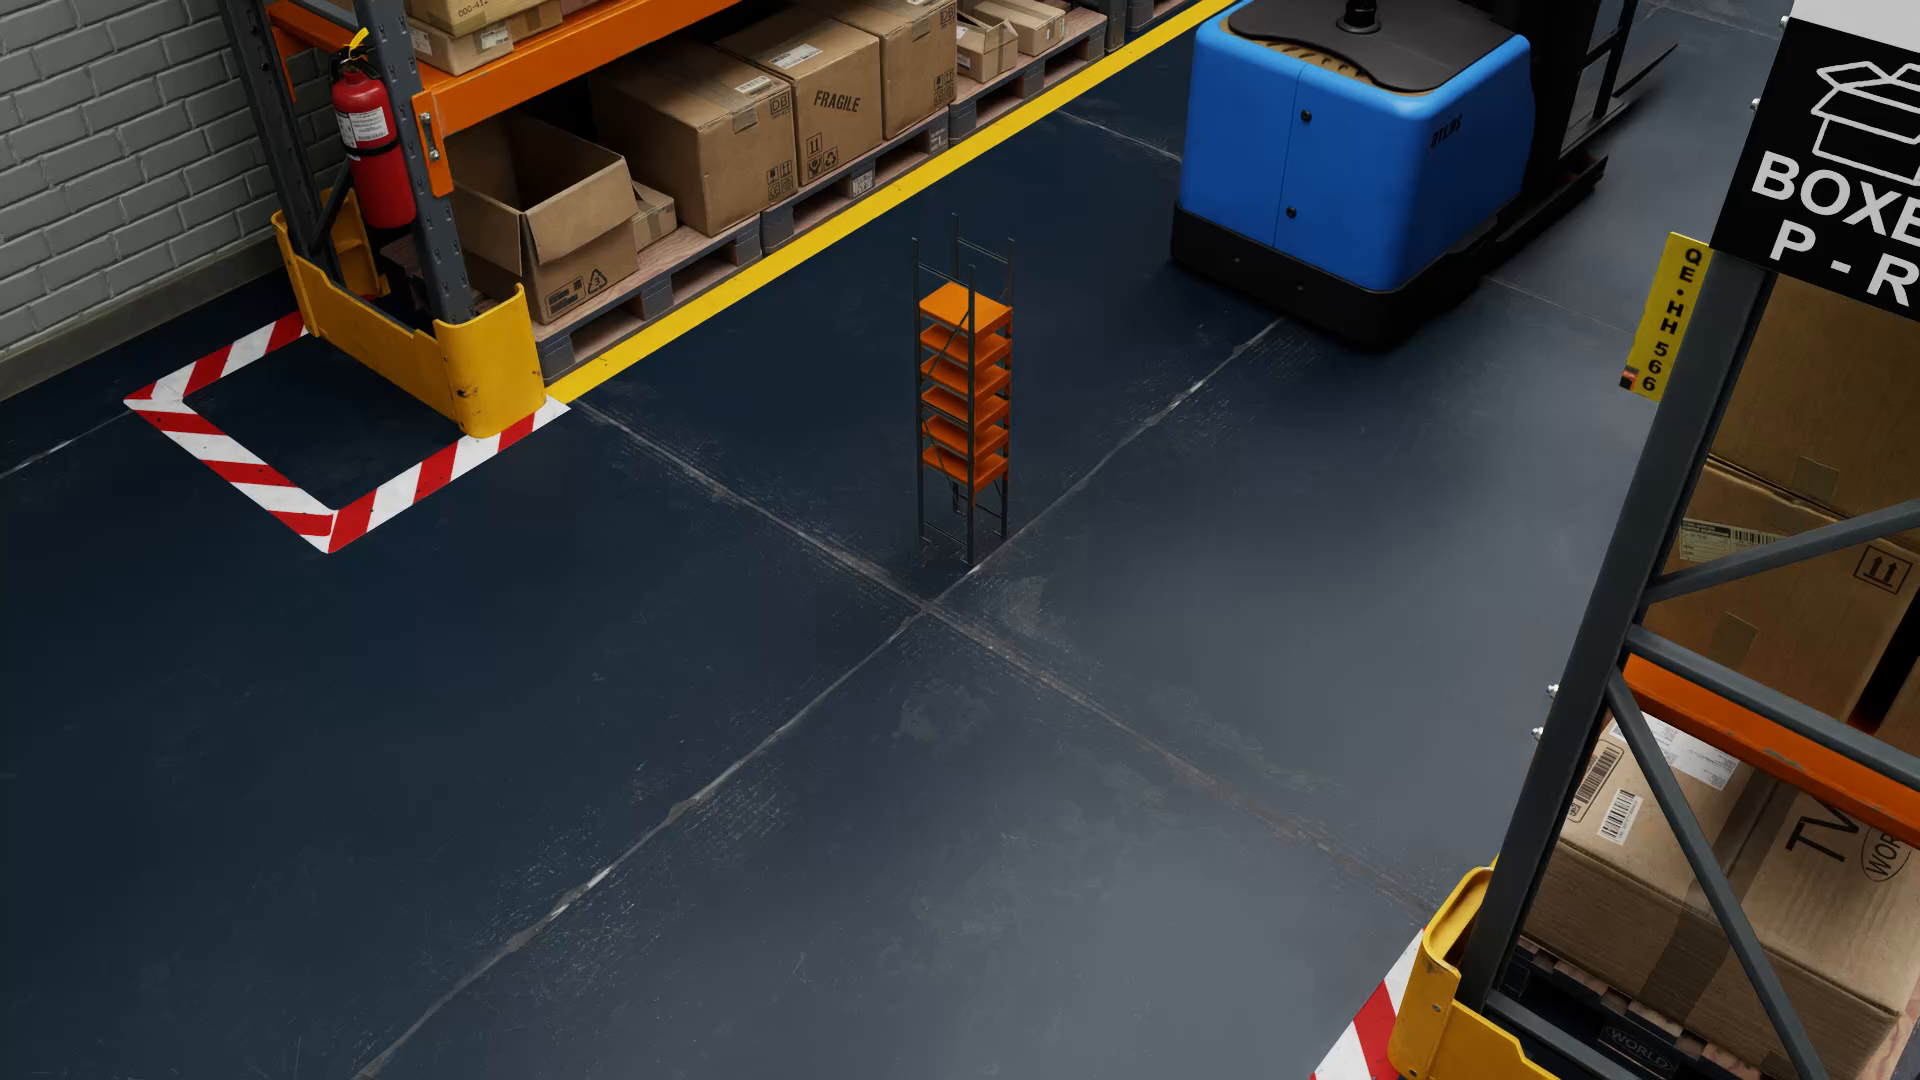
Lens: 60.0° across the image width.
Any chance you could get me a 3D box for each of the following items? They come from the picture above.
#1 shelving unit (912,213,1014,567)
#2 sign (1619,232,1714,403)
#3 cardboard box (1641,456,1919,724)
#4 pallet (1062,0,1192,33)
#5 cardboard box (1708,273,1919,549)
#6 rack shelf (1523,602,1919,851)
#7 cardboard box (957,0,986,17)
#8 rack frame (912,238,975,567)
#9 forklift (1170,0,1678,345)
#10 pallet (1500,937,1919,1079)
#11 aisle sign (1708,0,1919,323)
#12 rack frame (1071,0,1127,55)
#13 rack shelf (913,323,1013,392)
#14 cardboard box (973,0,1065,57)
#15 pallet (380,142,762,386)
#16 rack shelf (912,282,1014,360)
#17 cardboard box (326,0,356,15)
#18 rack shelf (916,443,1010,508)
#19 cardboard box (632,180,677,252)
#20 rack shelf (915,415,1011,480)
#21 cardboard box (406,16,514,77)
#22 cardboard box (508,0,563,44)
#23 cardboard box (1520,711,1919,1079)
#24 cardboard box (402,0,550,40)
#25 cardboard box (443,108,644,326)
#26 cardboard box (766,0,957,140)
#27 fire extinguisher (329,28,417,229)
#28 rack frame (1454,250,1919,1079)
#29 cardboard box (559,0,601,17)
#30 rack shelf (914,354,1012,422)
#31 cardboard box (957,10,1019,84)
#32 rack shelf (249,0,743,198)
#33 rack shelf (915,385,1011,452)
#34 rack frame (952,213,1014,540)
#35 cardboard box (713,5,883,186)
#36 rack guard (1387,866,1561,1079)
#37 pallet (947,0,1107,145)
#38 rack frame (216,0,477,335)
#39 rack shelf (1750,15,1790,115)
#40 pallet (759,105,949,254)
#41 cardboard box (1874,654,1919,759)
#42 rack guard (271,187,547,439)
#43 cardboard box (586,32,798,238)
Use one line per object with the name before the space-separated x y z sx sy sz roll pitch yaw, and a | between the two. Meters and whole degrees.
shelving unit | 0.009 -0.451 5.355 0.258 1.200 0.189 29 50 28
sign | 1.241 -0.380 2.902 0.100 0.325 0.005 29 50 28
cardboard box | 1.755 -0.022 3.470 0.500 0.500 0.500 30 50 29
pallet | 0.915 -3.232 9.148 1.003 0.211 1.213 29 50 28
cardboard box | 1.776 -0.380 3.121 0.500 0.500 0.500 31 51 30
rack shelf | 2.935 -0.386 4.479 1.077 0.370 4.000 29 50 28
cardboard box | -0.186 -2.752 8.233 0.500 0.311 0.500 31 51 30
rack frame | -0.050 -0.404 5.303 0.240 1.200 0.006 29 50 28
forklift | 2.240 -2.755 6.601 1.130 2.935 3.031 31 51 30
pallet | 2.102 0.964 4.533 1.003 0.211 1.213 29 50 28
aisle sign | 1.364 -0.681 2.337 0.394 0.787 0.004 29 50 28
rack frame | 0.420 -3.829 7.731 1.000 3.000 0.127 29 50 28
rack shelf | 0.009 -0.596 5.223 0.258 0.103 0.180 29 50 28
cardboard box | 0.287 -2.515 8.094 0.380 0.149 0.250 28 49 27
pallet | -1.593 -1.187 6.899 1.003 0.211 1.213 29 50 28
rack shelf | 0.009 -0.685 5.142 0.258 0.103 0.180 29 50 28
cardboard box | -2.146 -1.963 5.866 0.380 0.149 0.250 29 50 28
rack shelf | 0.009 -0.241 5.546 0.258 0.103 0.180 29 50 28
cardboard box | -1.385 -1.346 6.807 0.380 0.149 0.250 28 49 27
rack shelf | 0.009 -0.330 5.465 0.258 0.103 0.180 29 50 28
cardboard box | -1.732 -1.727 5.606 0.380 0.149 0.250 29 50 28
cardboard box | -1.604 -1.878 5.772 0.380 0.149 0.250 31 51 29
cardboard box | 1.996 0.787 4.247 0.875 0.438 0.875 28 49 27
cardboard box | -1.656 -1.941 5.545 0.500 0.250 0.500 30 50 29
cardboard box | -1.688 -1.275 6.466 0.797 0.503 0.637 28 49 27
cardboard box | -0.440 -2.232 7.520 0.700 0.500 0.500 28 49 27
fire extinguisher | -1.895 -1.327 5.314 0.296 0.674 0.183 29 50 28
rack frame | 1.648 0.378 3.105 1.000 3.000 0.127 29 50 28
cardboard box | -1.462 -2.028 5.938 0.380 0.149 0.250 29 50 28
rack shelf | 0.009 -0.507 5.304 0.258 0.103 0.180 29 50 28
cardboard box | 0.057 -2.375 7.852 0.396 0.266 0.258 31 51 30
rack shelf | -0.867 -2.533 6.841 1.077 0.370 4.000 29 50 28
rack shelf | 0.009 -0.419 5.384 0.258 0.103 0.180 29 50 28
rack frame | 0.068 -0.498 5.406 0.240 1.200 0.006 29 50 28
cardboard box | -0.691 -1.926 7.184 0.500 0.500 0.500 30 50 29
rack guard | 1.632 1.315 3.932 1.175 0.500 0.348 29 50 28
pallet | -0.022 -2.444 8.281 1.003 0.211 1.213 29 50 28
rack frame | -2.154 -1.769 5.466 1.000 3.000 0.127 29 50 28
rack shelf | 2.935 -1.496 3.470 1.077 0.370 4.000 29 50 28
pallet | -0.807 -1.813 7.587 1.003 0.211 1.213 29 50 28
cardboard box | 2.176 0.218 3.206 0.500 0.500 0.500 29 50 28
rack guard | -2.105 -0.884 6.350 1.175 0.500 0.348 29 50 28
cardboard box | -1.108 -1.697 6.933 0.700 0.500 0.500 32 51 30
